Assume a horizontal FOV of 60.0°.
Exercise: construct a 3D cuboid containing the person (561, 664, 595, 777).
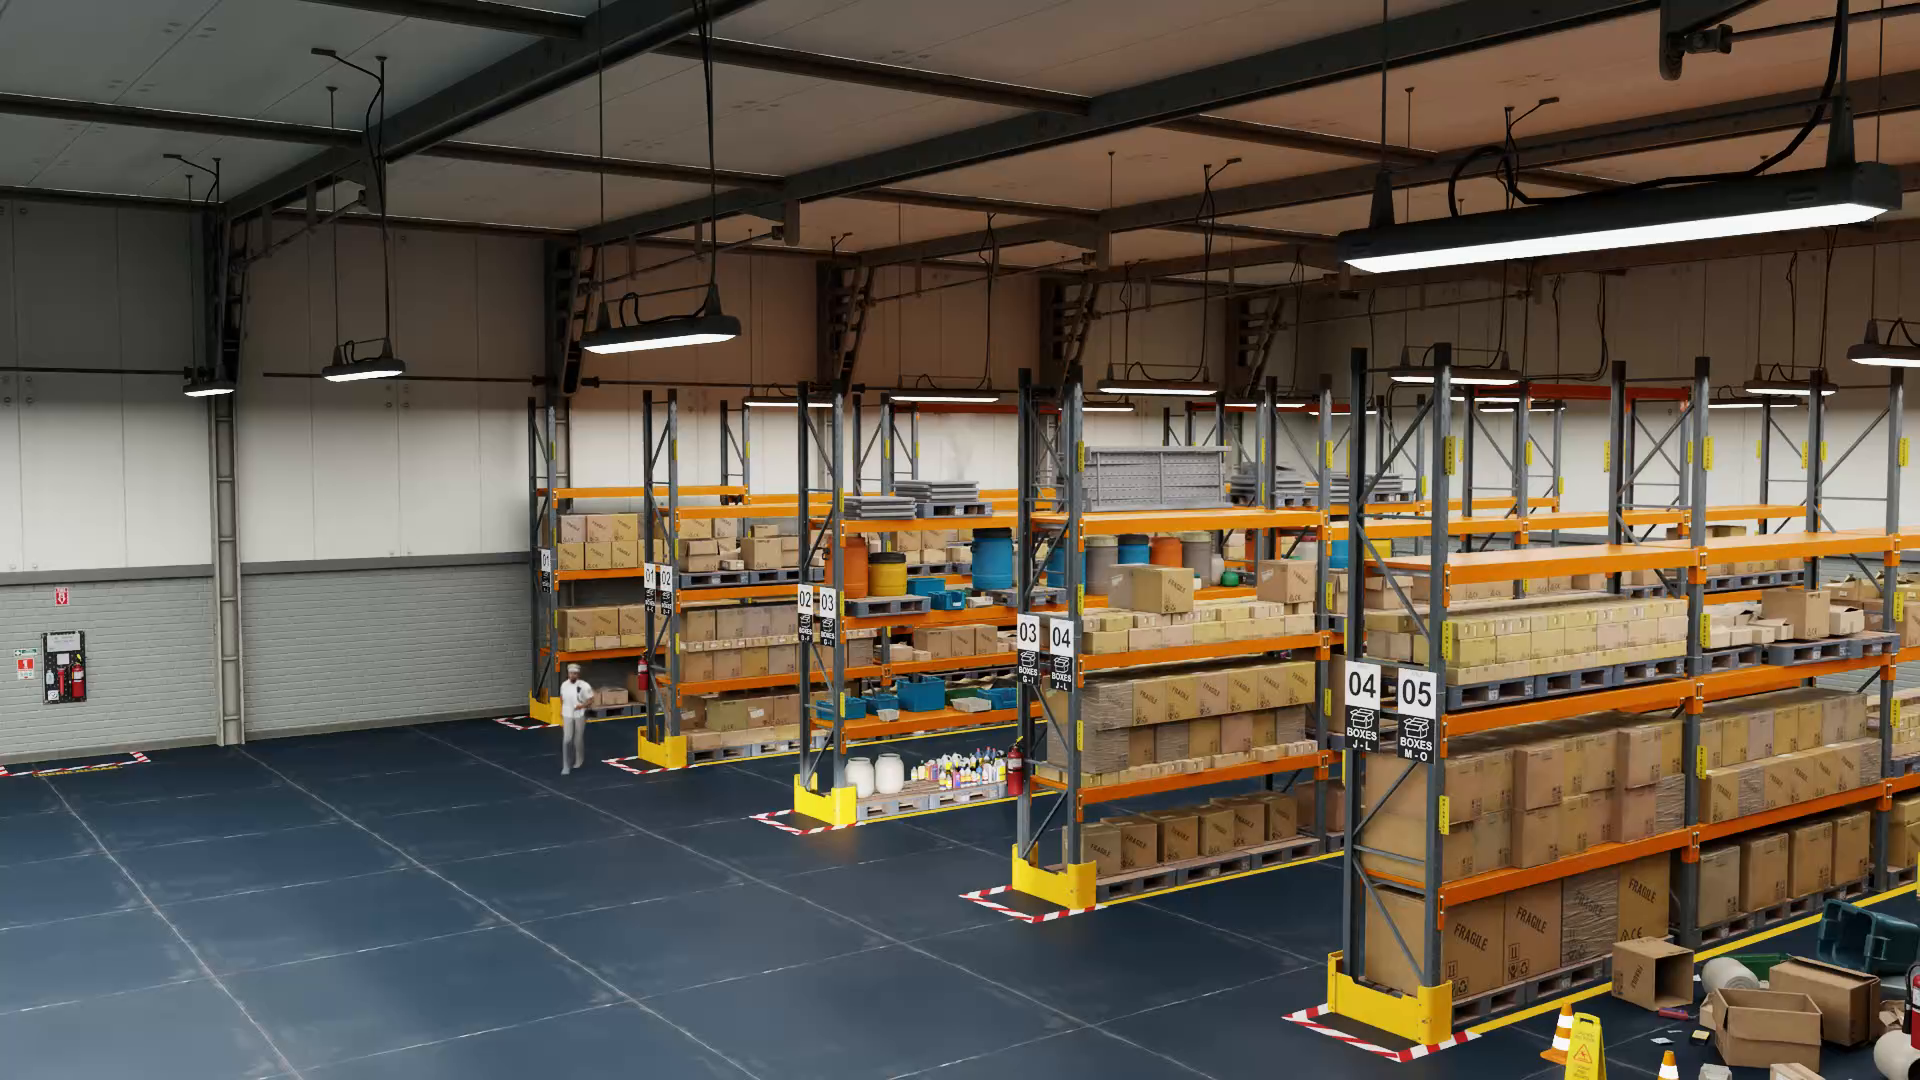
[{"bbox_3d":[-5.982,2.785,26.014,0.569,1.745,0.758,0,3,-1],"label":"person"}]
